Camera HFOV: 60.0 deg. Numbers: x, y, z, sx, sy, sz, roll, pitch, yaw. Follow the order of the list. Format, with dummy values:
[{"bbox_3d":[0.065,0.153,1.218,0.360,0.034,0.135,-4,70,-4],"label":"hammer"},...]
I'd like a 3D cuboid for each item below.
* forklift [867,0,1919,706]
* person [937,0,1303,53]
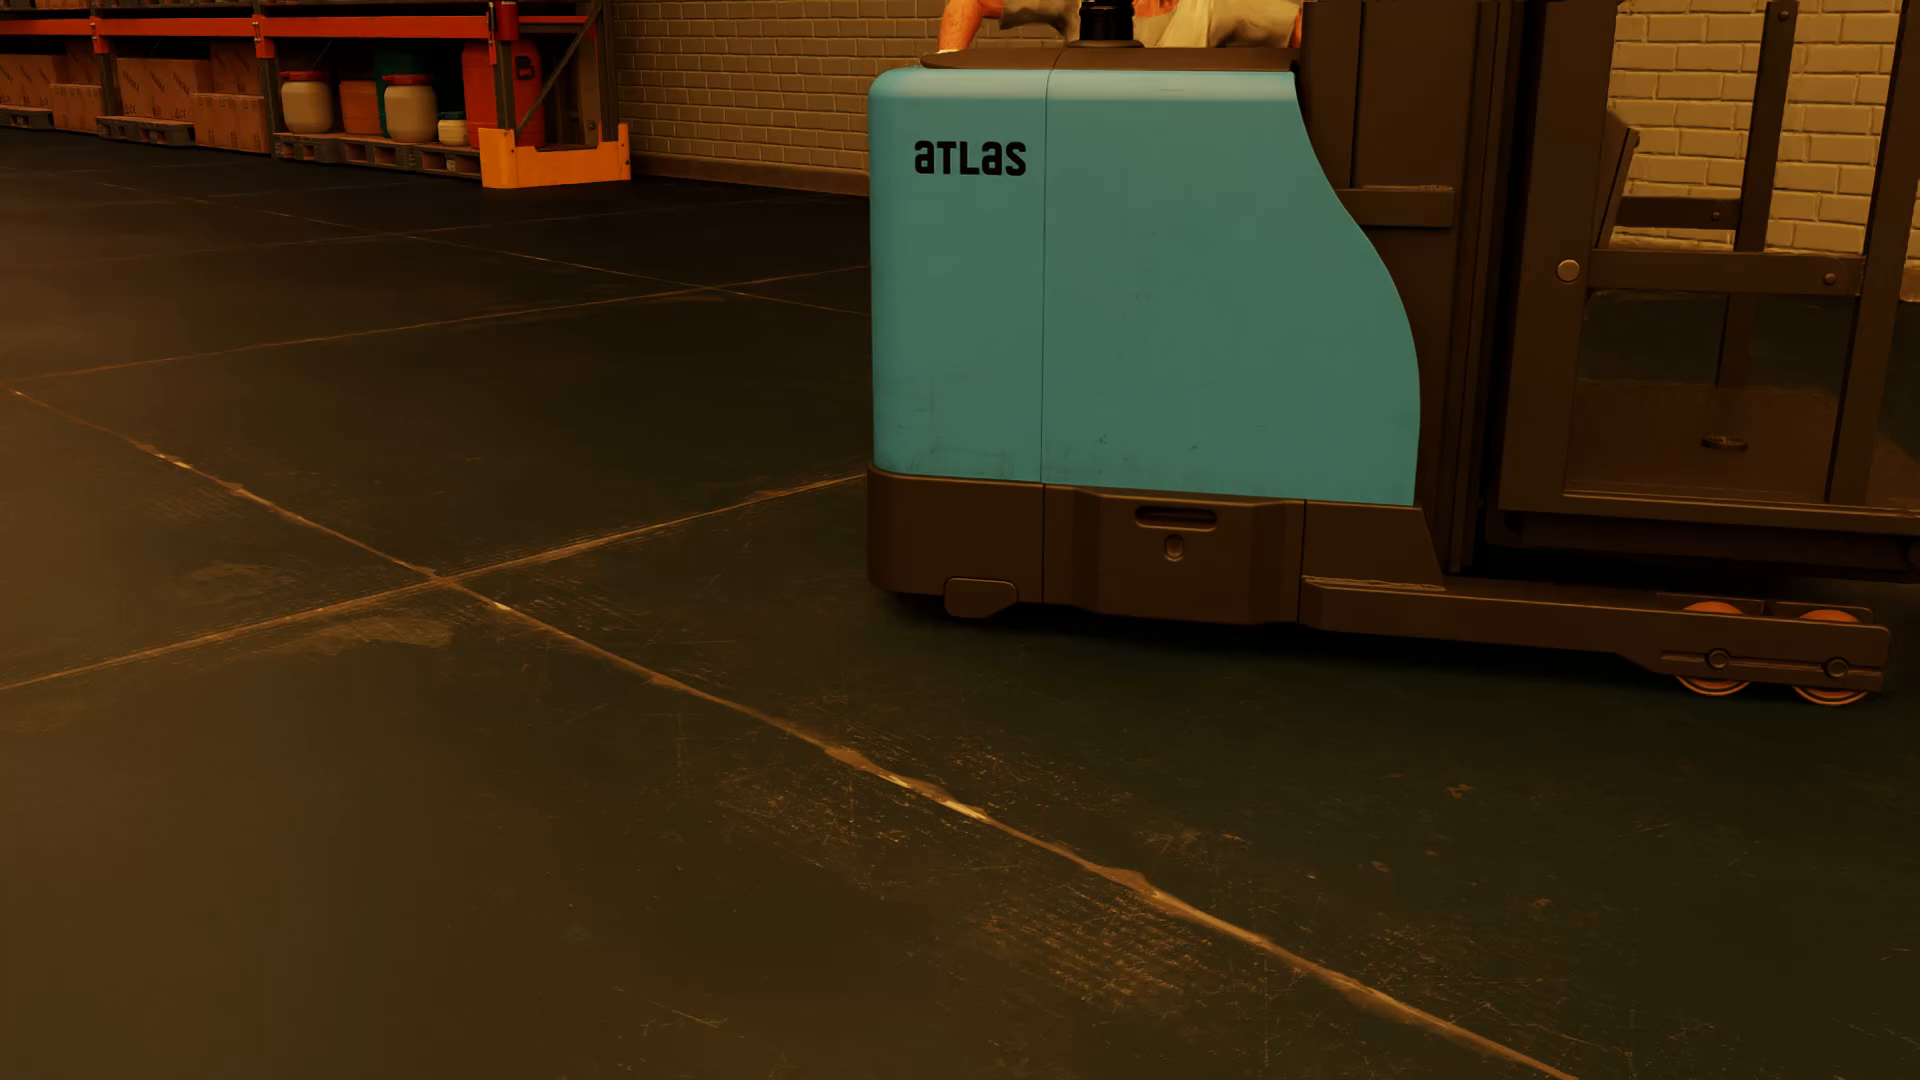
[{"bbox_3d":[1.386,-1.280,3.071,3.031,2.935,1.130,4,18,13],"label":"forklift"},{"bbox_3d":[0.451,-0.919,4.137,1.136,1.499,0.860,-2,17,-7],"label":"person"}]
